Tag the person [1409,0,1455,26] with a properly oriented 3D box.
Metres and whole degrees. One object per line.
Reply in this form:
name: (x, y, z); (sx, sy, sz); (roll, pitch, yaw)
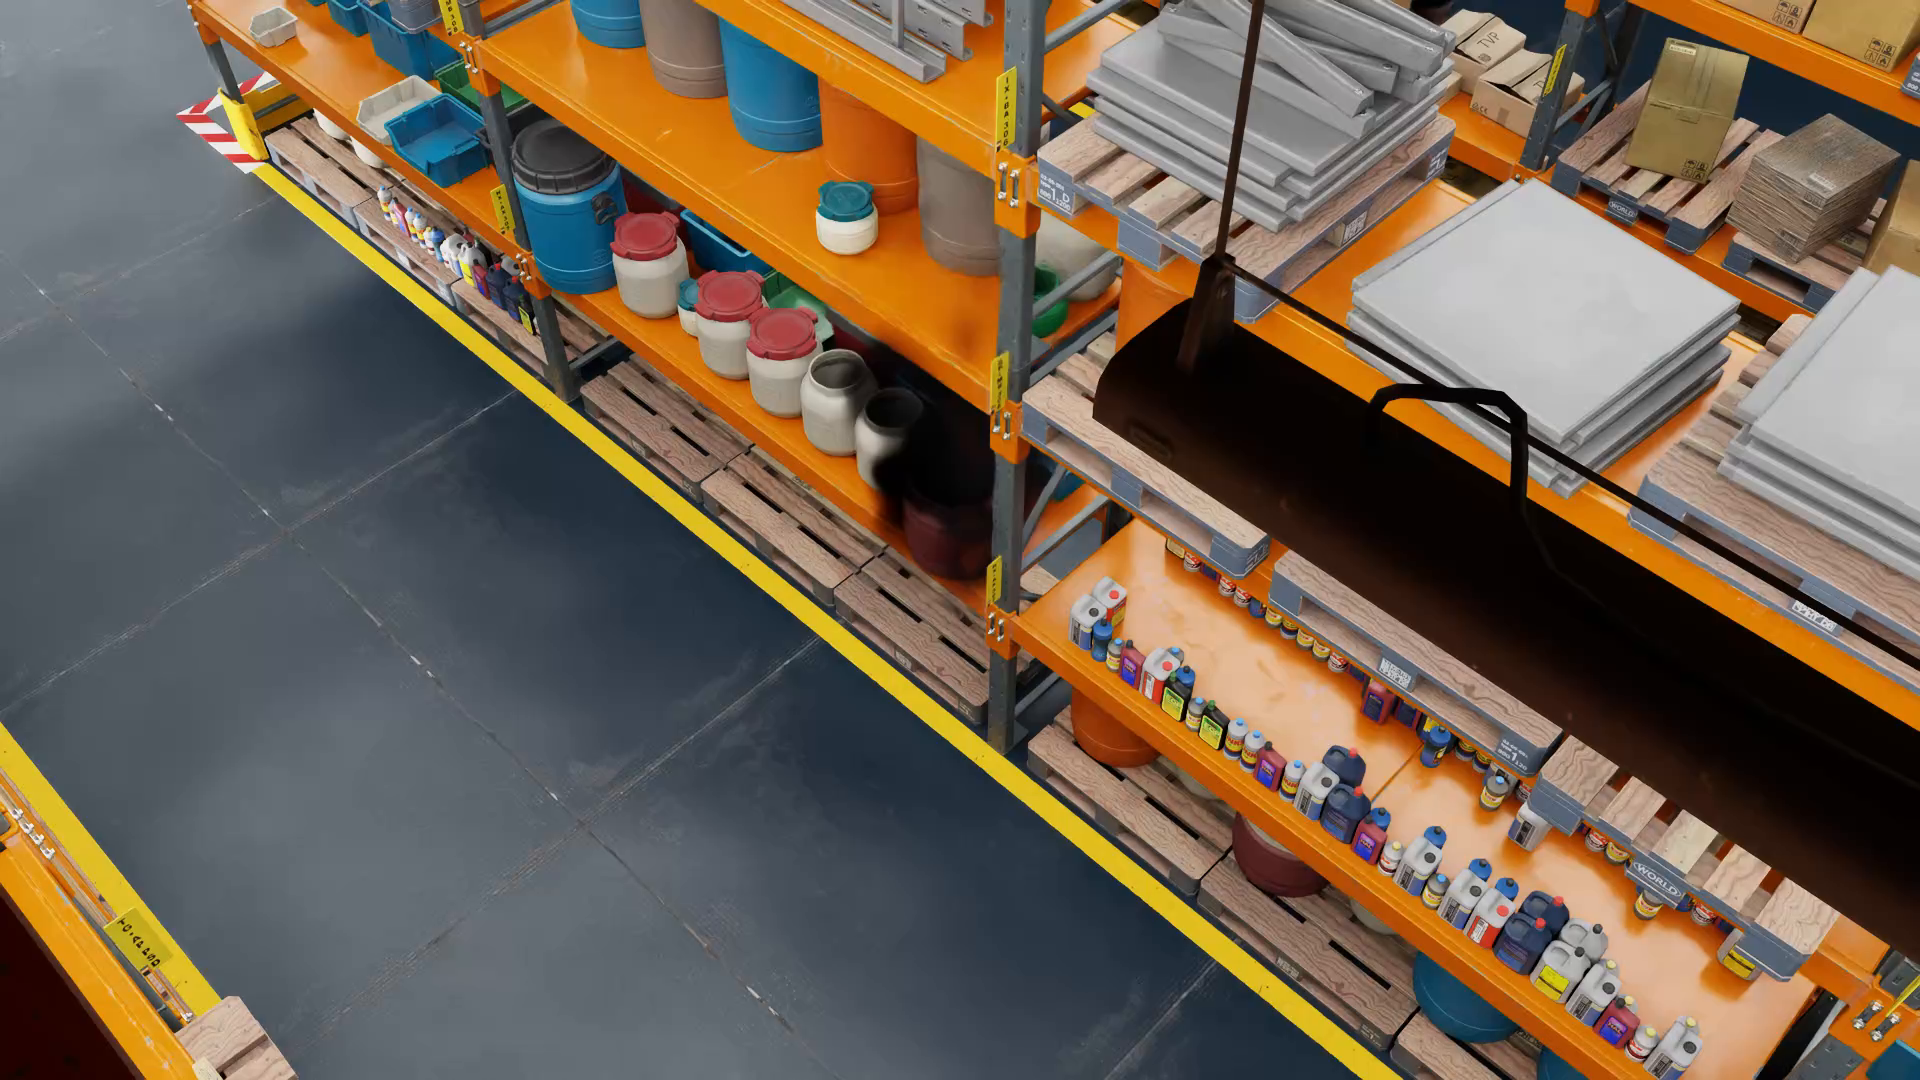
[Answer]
person: (3.600, -4.105, 12.732); (0.847, 1.760, 0.574); (28, 56, 22)
